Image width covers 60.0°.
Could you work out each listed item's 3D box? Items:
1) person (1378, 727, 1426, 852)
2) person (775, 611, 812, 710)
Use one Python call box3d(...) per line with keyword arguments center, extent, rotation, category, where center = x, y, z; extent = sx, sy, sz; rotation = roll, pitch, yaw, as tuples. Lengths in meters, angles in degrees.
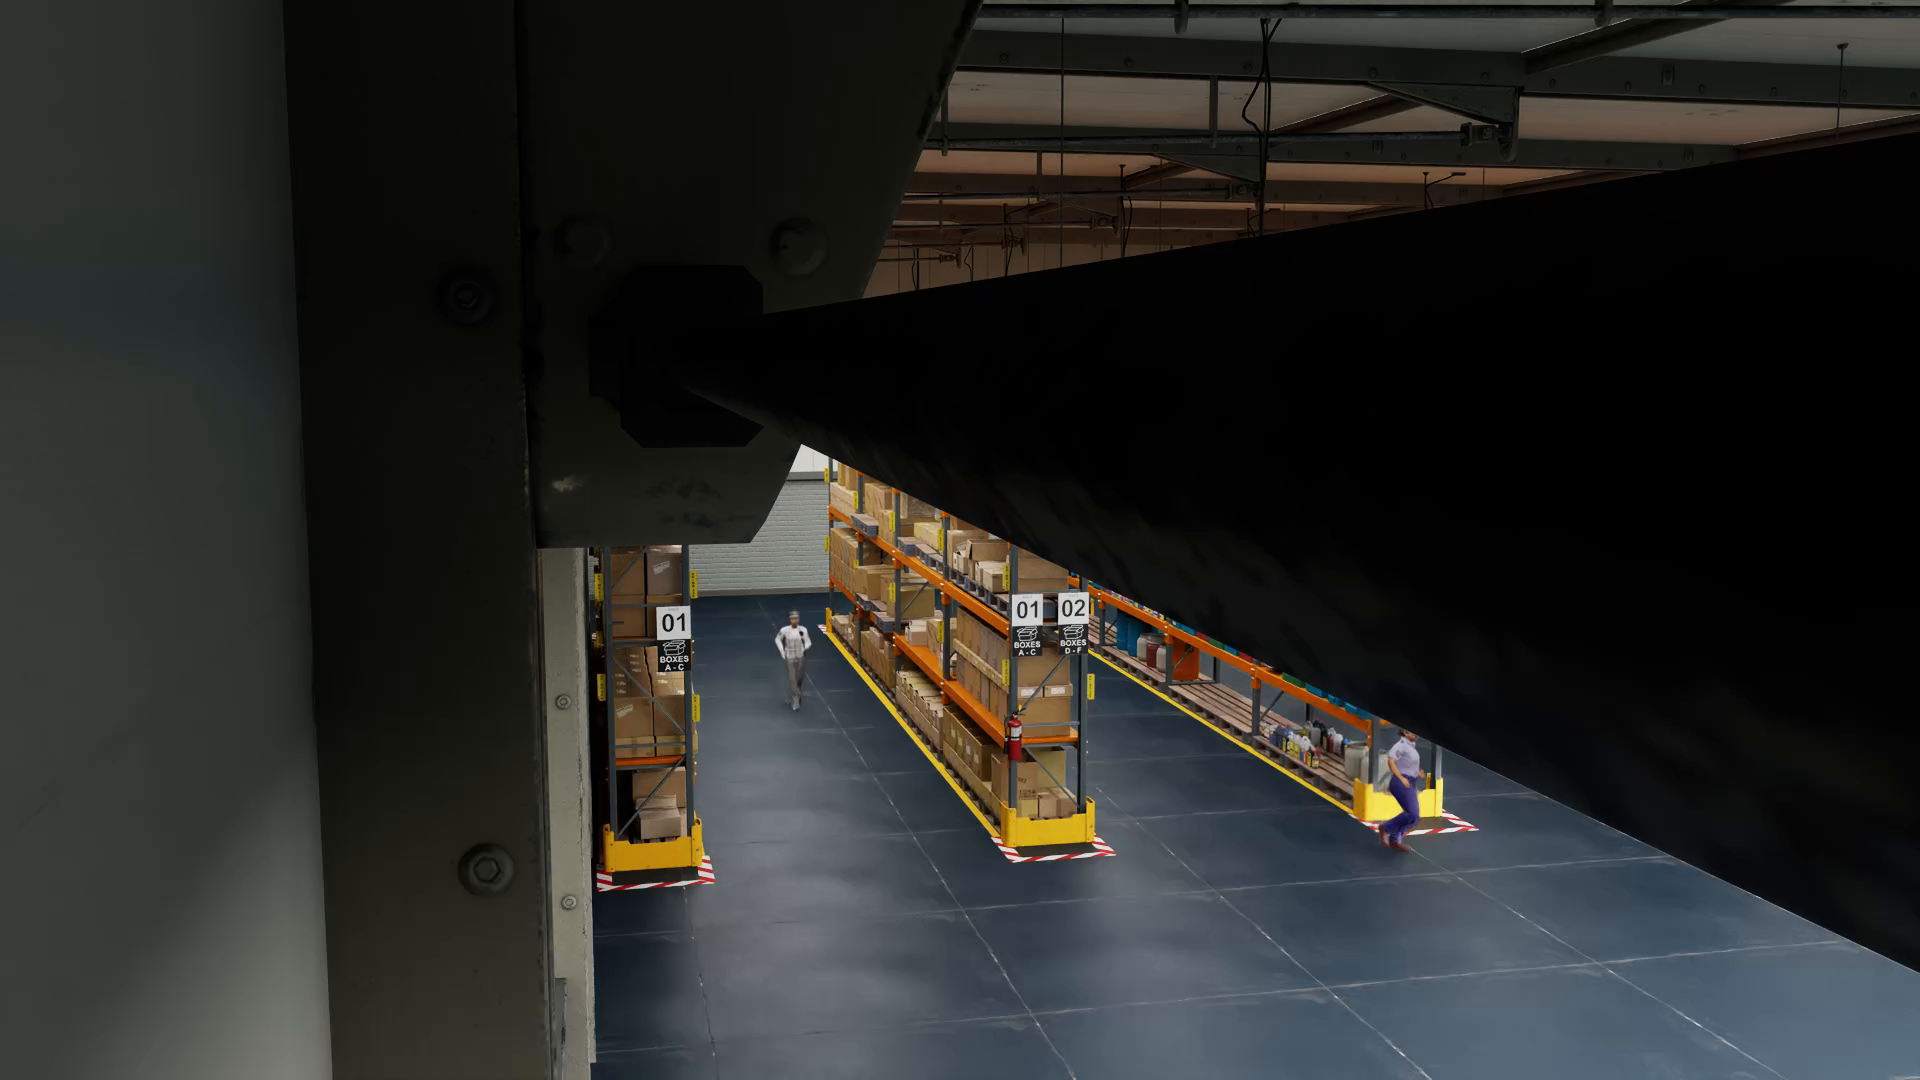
box3d(center=(5.564, 3.072, 20.883), extent=(0.527, 1.598, 0.627), rotation=(3, 7, 23), category="person")
box3d(center=(-2.891, 2.060, 28.993), extent=(0.620, 1.699, 0.738), rotation=(-2, 7, -13), category="person")
